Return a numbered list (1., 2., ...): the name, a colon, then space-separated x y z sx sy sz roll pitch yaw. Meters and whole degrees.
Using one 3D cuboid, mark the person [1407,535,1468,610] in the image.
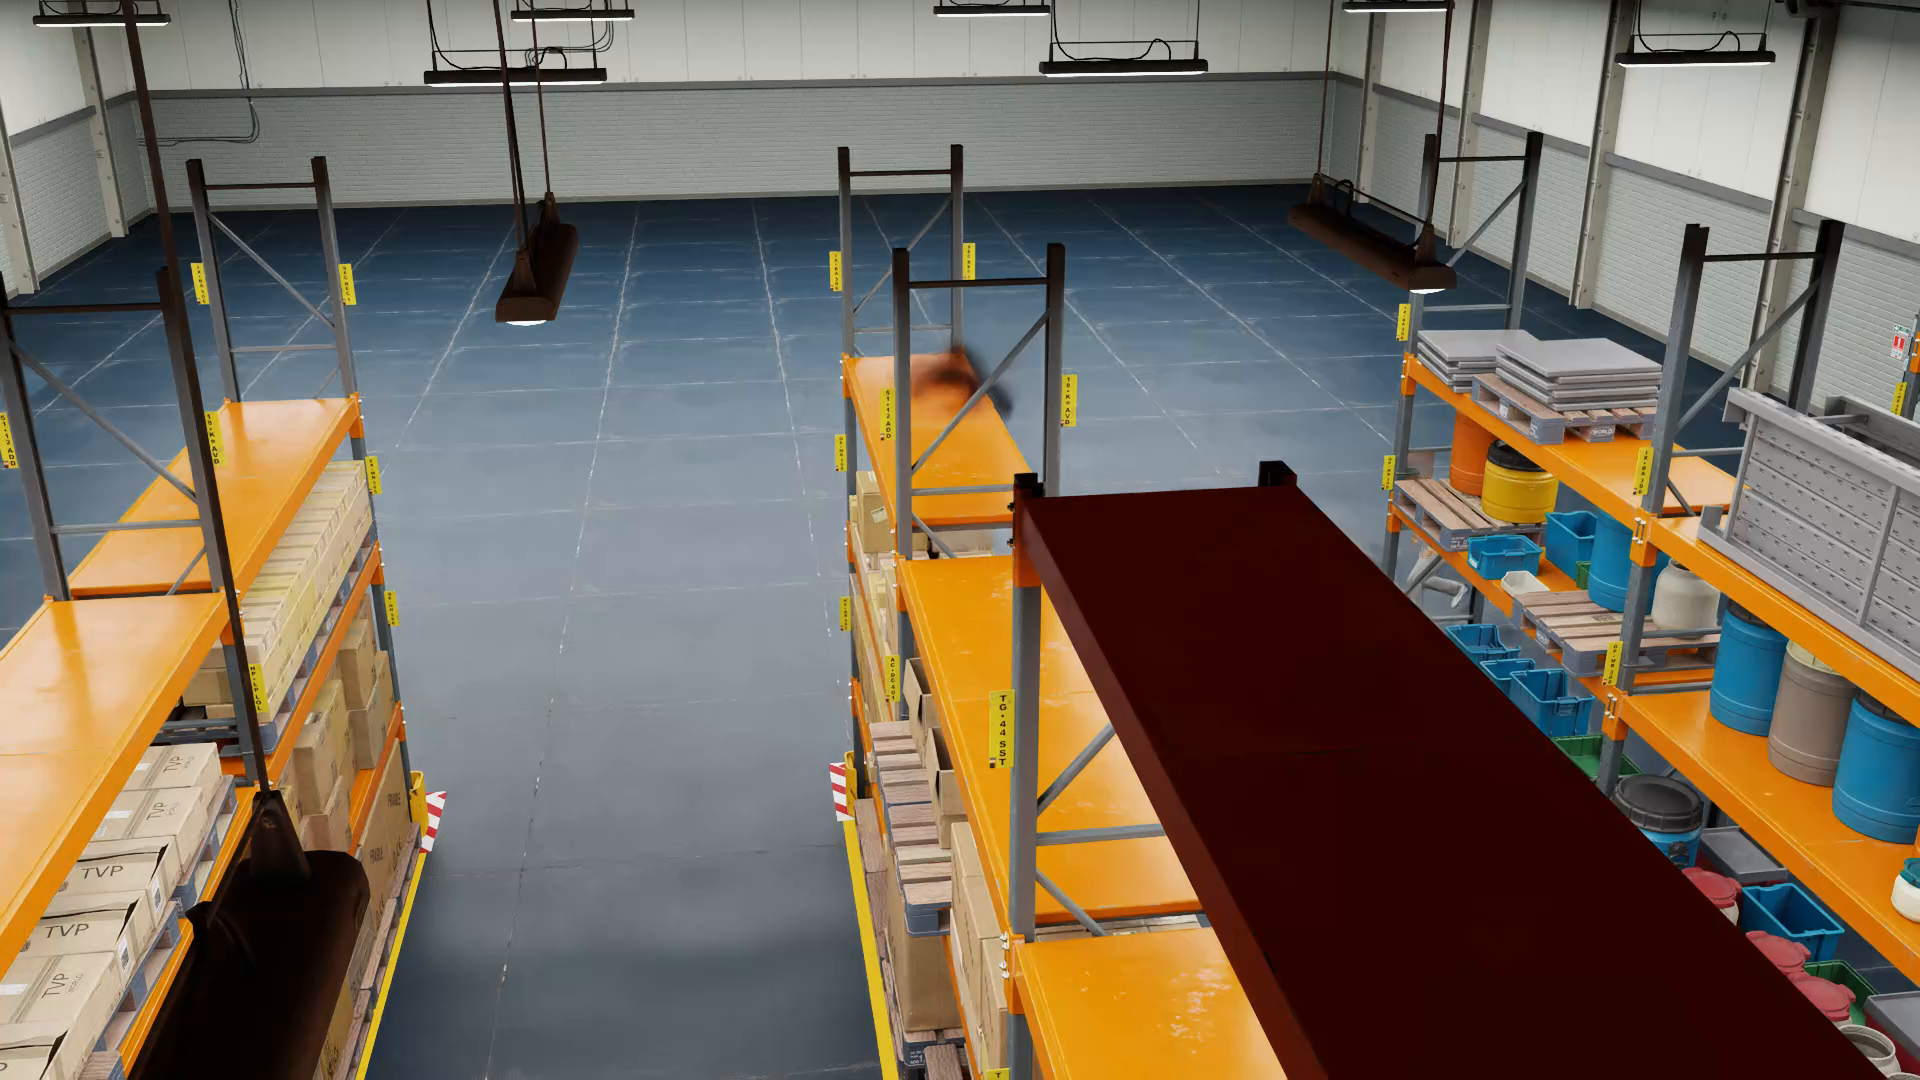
1. person: 5.433 0.180 19.008 0.810 1.633 0.580 6 22 15
